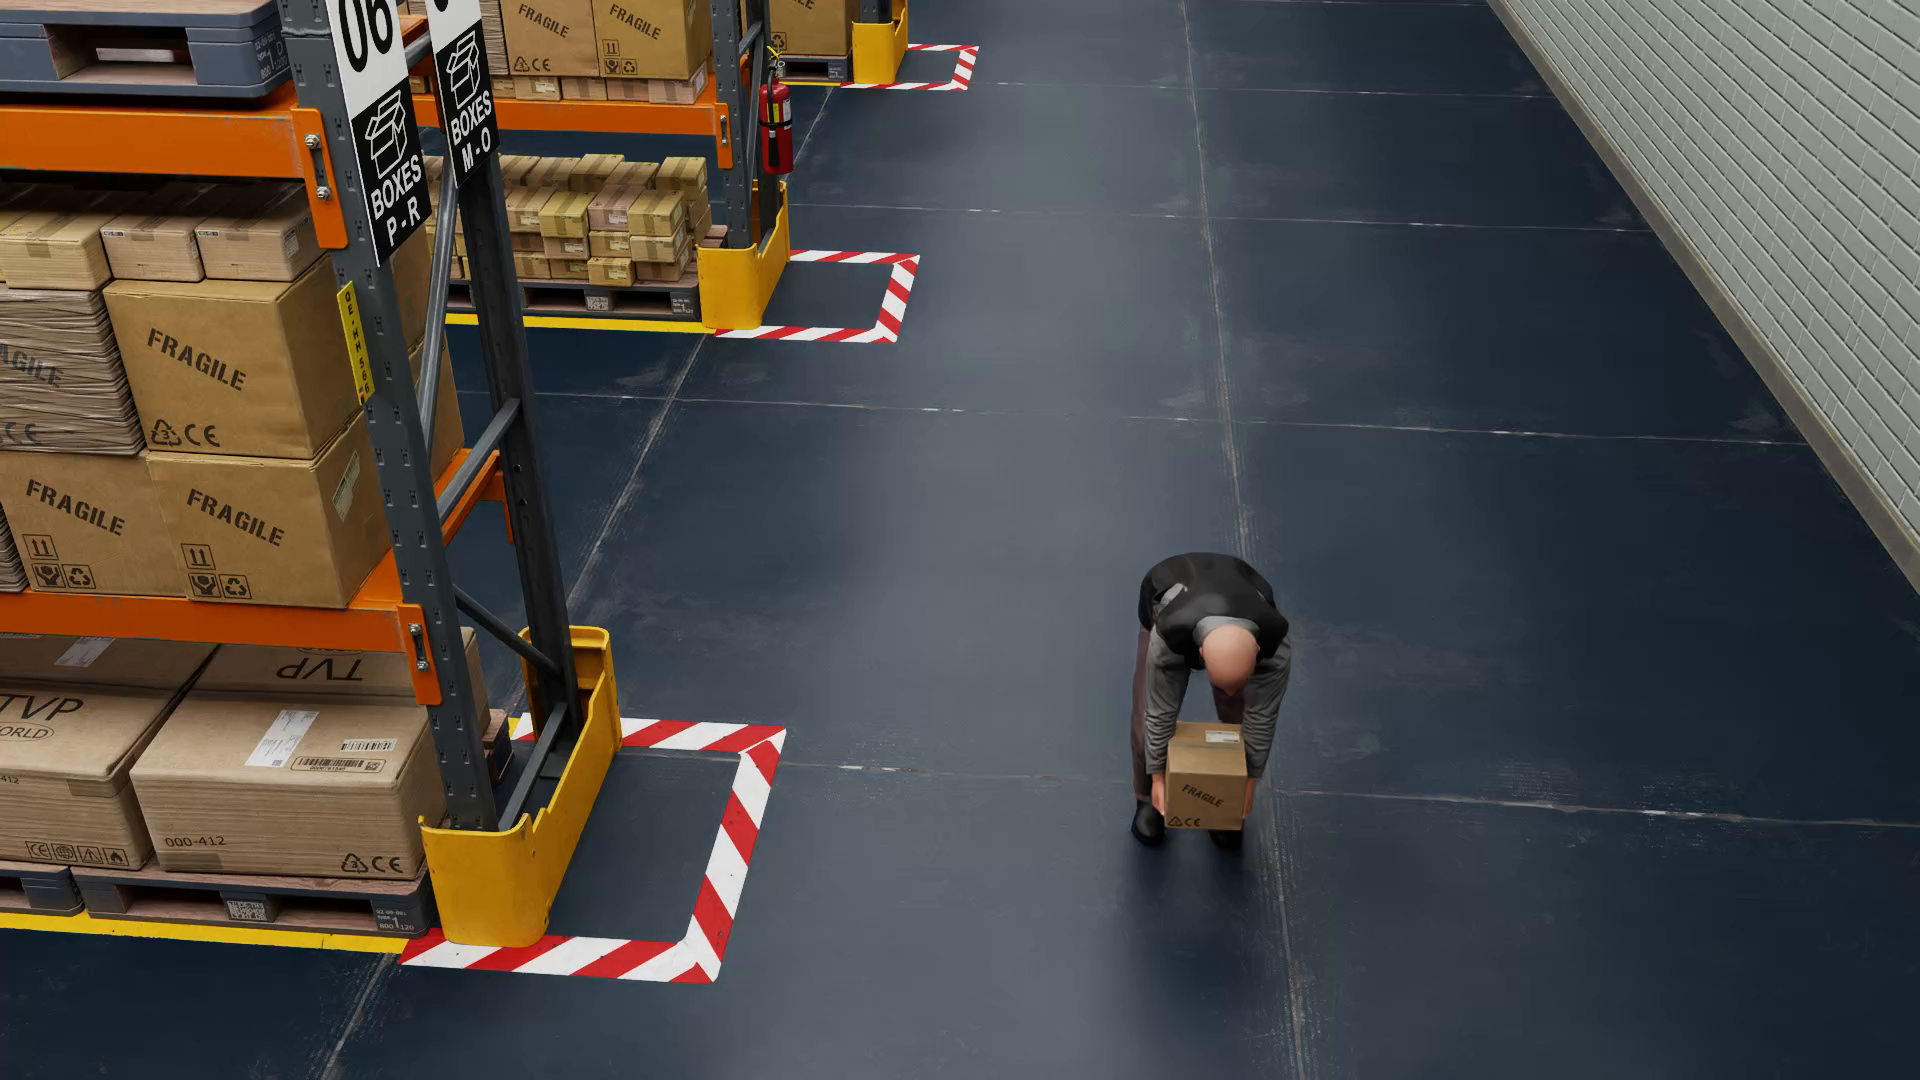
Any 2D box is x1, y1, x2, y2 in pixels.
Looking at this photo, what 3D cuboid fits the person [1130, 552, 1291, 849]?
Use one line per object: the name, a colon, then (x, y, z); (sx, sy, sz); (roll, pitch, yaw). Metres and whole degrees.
person: (0.828, 0.612, 5.634); (0.476, 1.235, 0.918); (1, 32, 2)
